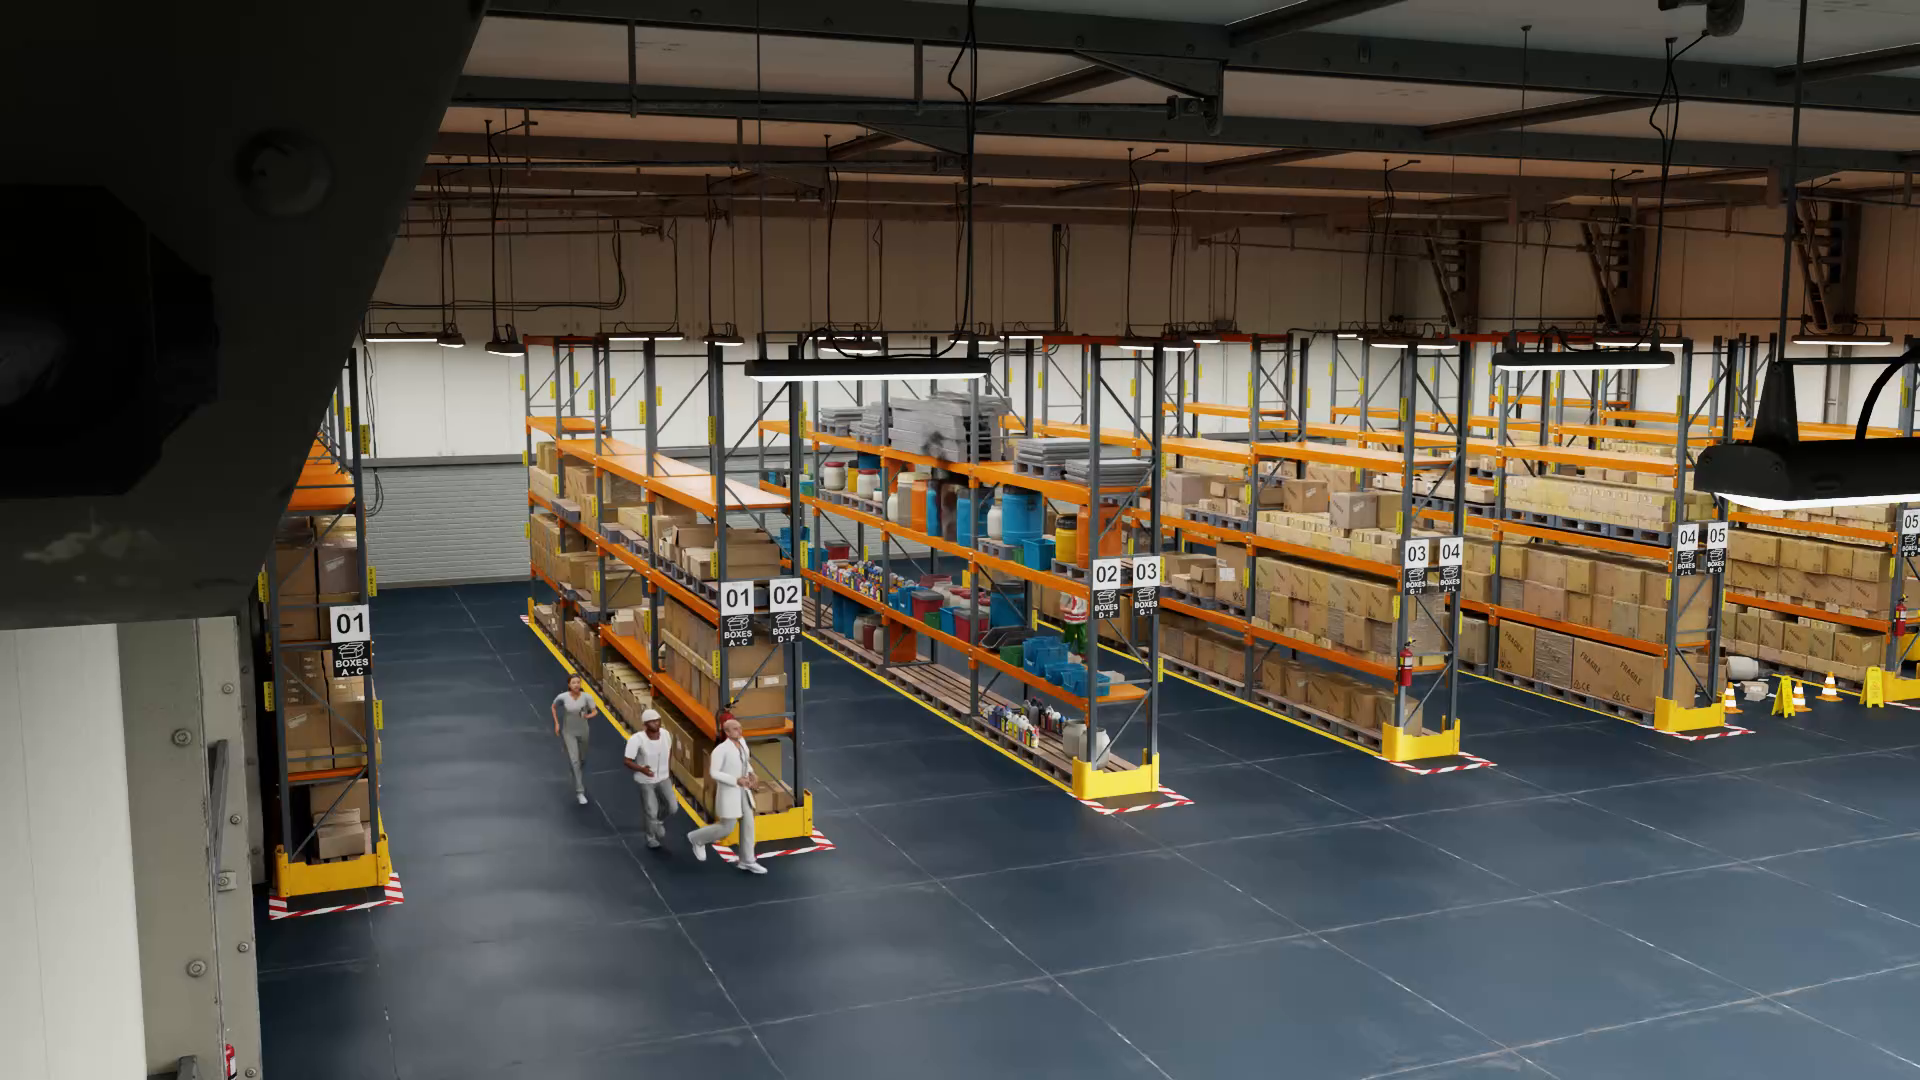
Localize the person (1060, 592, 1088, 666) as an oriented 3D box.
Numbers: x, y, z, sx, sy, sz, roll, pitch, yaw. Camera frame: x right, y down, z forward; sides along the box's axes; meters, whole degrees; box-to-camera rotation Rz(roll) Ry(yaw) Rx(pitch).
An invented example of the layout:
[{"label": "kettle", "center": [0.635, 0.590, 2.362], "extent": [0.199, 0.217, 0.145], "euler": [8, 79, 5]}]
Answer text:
[{"label": "person", "center": [1.962, 1.434, 28.144], "extent": [0.692, 1.851, 0.856], "euler": [-5, 9, -34]}]

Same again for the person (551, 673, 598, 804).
[{"label": "person", "center": [-5.072, 2.563, 21.953], "extent": [0.561, 1.659, 0.970], "euler": [-3, 8, -24]}]

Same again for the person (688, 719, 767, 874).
[{"label": "person", "center": [-2.655, 2.926, 19.158], "extent": [0.971, 1.778, 0.725], "euler": [4, 9, 28]}]

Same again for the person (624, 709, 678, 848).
[{"label": "person", "center": [-3.634, 2.858, 19.817], "extent": [0.697, 1.721, 0.565], "euler": [-6, 10, -39]}]
